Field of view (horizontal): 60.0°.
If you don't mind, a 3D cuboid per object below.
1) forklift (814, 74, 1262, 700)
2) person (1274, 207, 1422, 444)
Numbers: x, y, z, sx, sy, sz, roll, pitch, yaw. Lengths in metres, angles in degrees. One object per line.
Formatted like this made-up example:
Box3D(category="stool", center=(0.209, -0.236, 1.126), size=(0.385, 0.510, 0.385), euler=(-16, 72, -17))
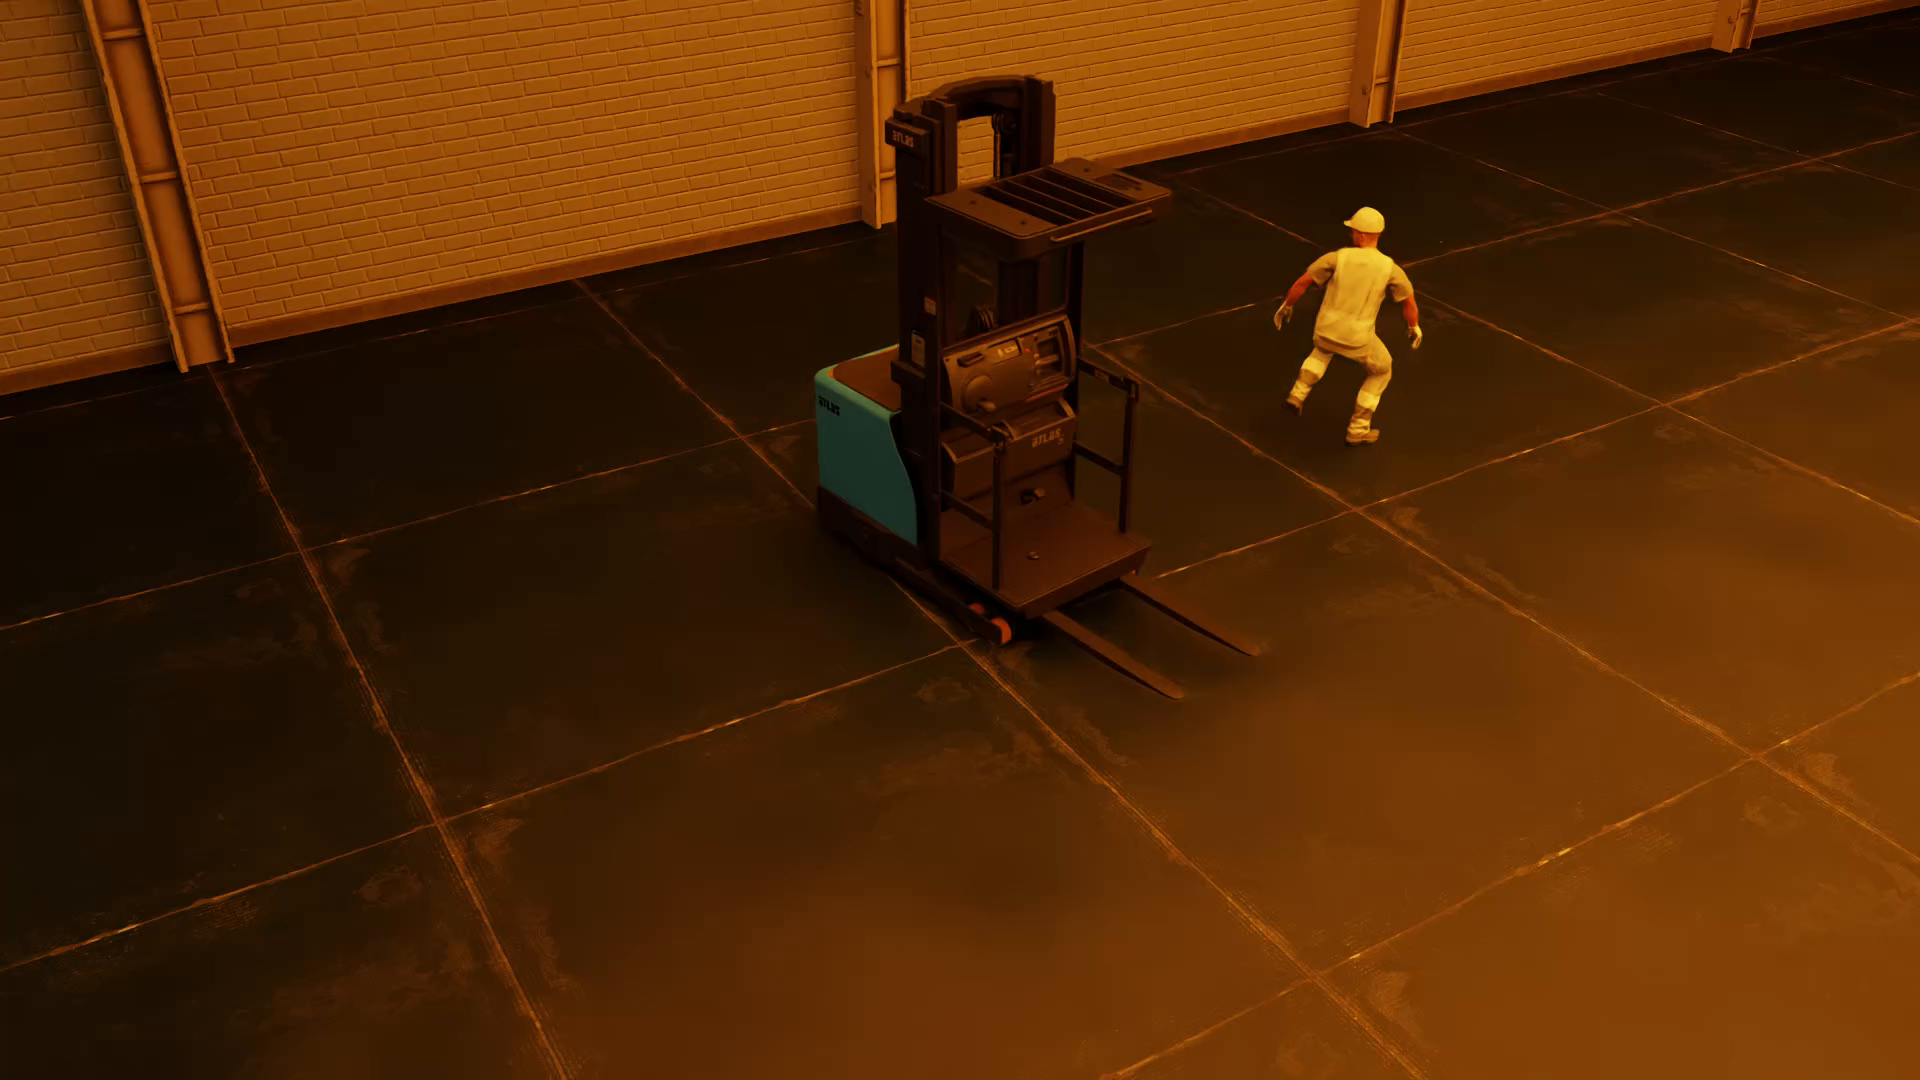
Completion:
Box3D(category="forklift", center=(0.422, -0.942, 9.221), size=(1.130, 2.935, 3.031), euler=(-23, 38, -33))
Box3D(category="person", center=(2.648, -1.463, 11.347), size=(0.908, 1.666, 0.555), euler=(18, 35, 27))
